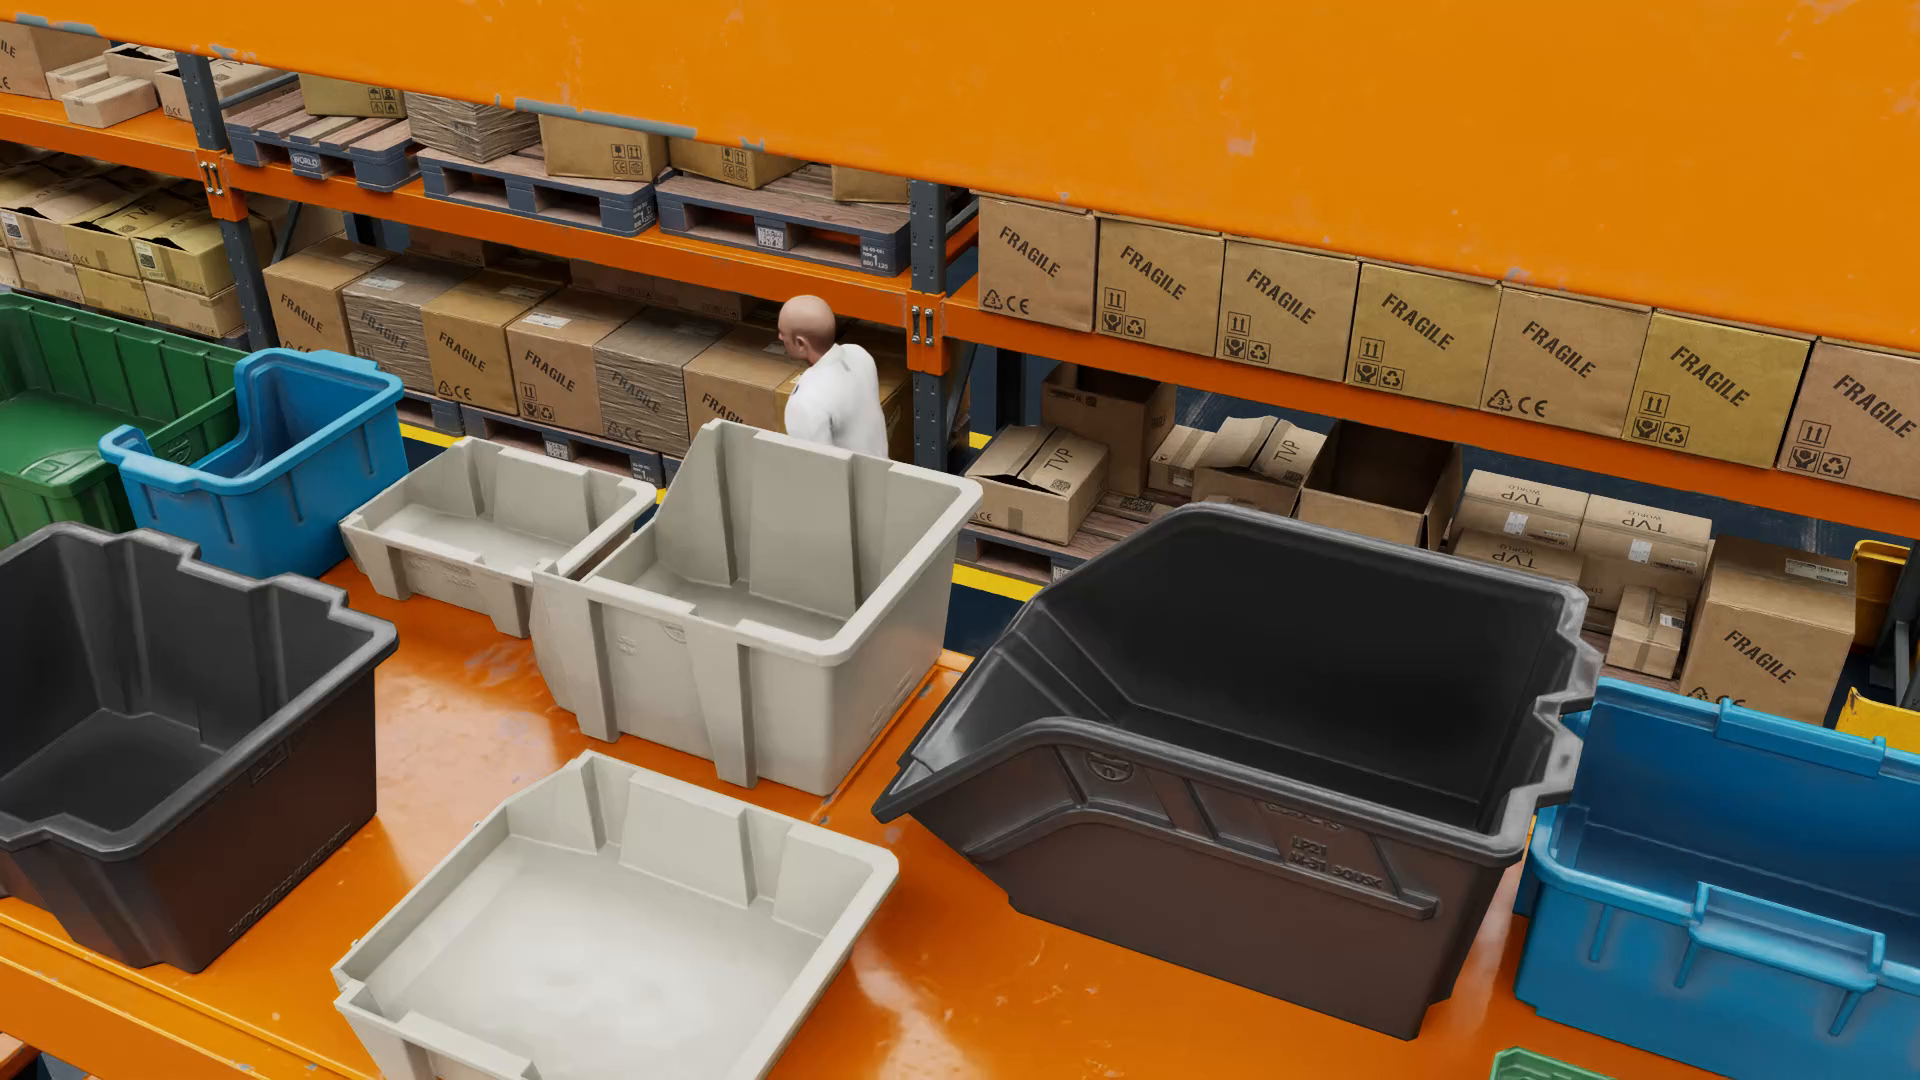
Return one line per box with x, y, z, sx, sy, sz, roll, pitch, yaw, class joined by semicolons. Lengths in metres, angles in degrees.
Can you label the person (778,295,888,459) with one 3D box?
-0.489;-0.112;6.325;0.419;1.775;0.655;13;35;18;person
